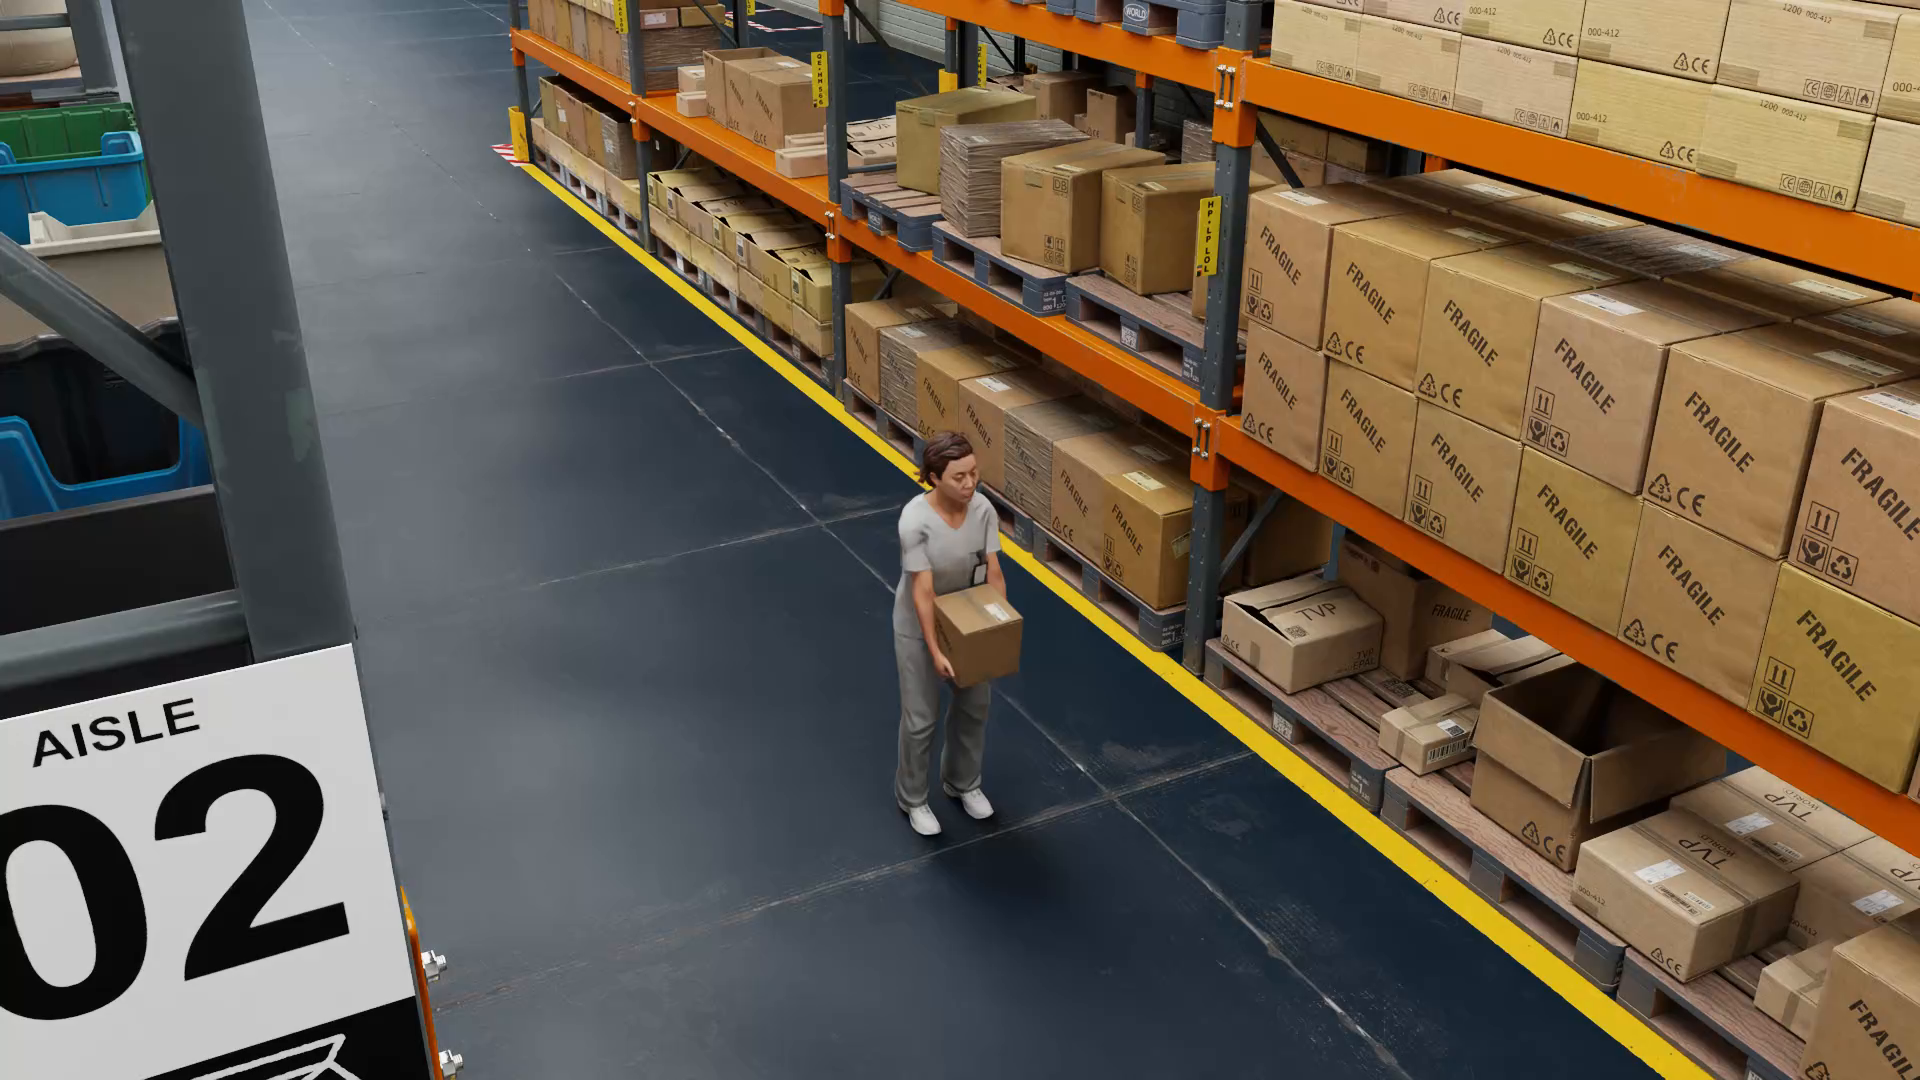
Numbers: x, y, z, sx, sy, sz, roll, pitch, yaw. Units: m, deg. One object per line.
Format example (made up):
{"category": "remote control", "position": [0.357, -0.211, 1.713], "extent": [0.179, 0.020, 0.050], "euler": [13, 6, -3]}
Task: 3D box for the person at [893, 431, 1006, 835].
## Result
{"category": "person", "position": [-0.022, 0.378, 6.345], "extent": [0.410, 1.664, 0.514], "euler": [-14, 29, -26]}
